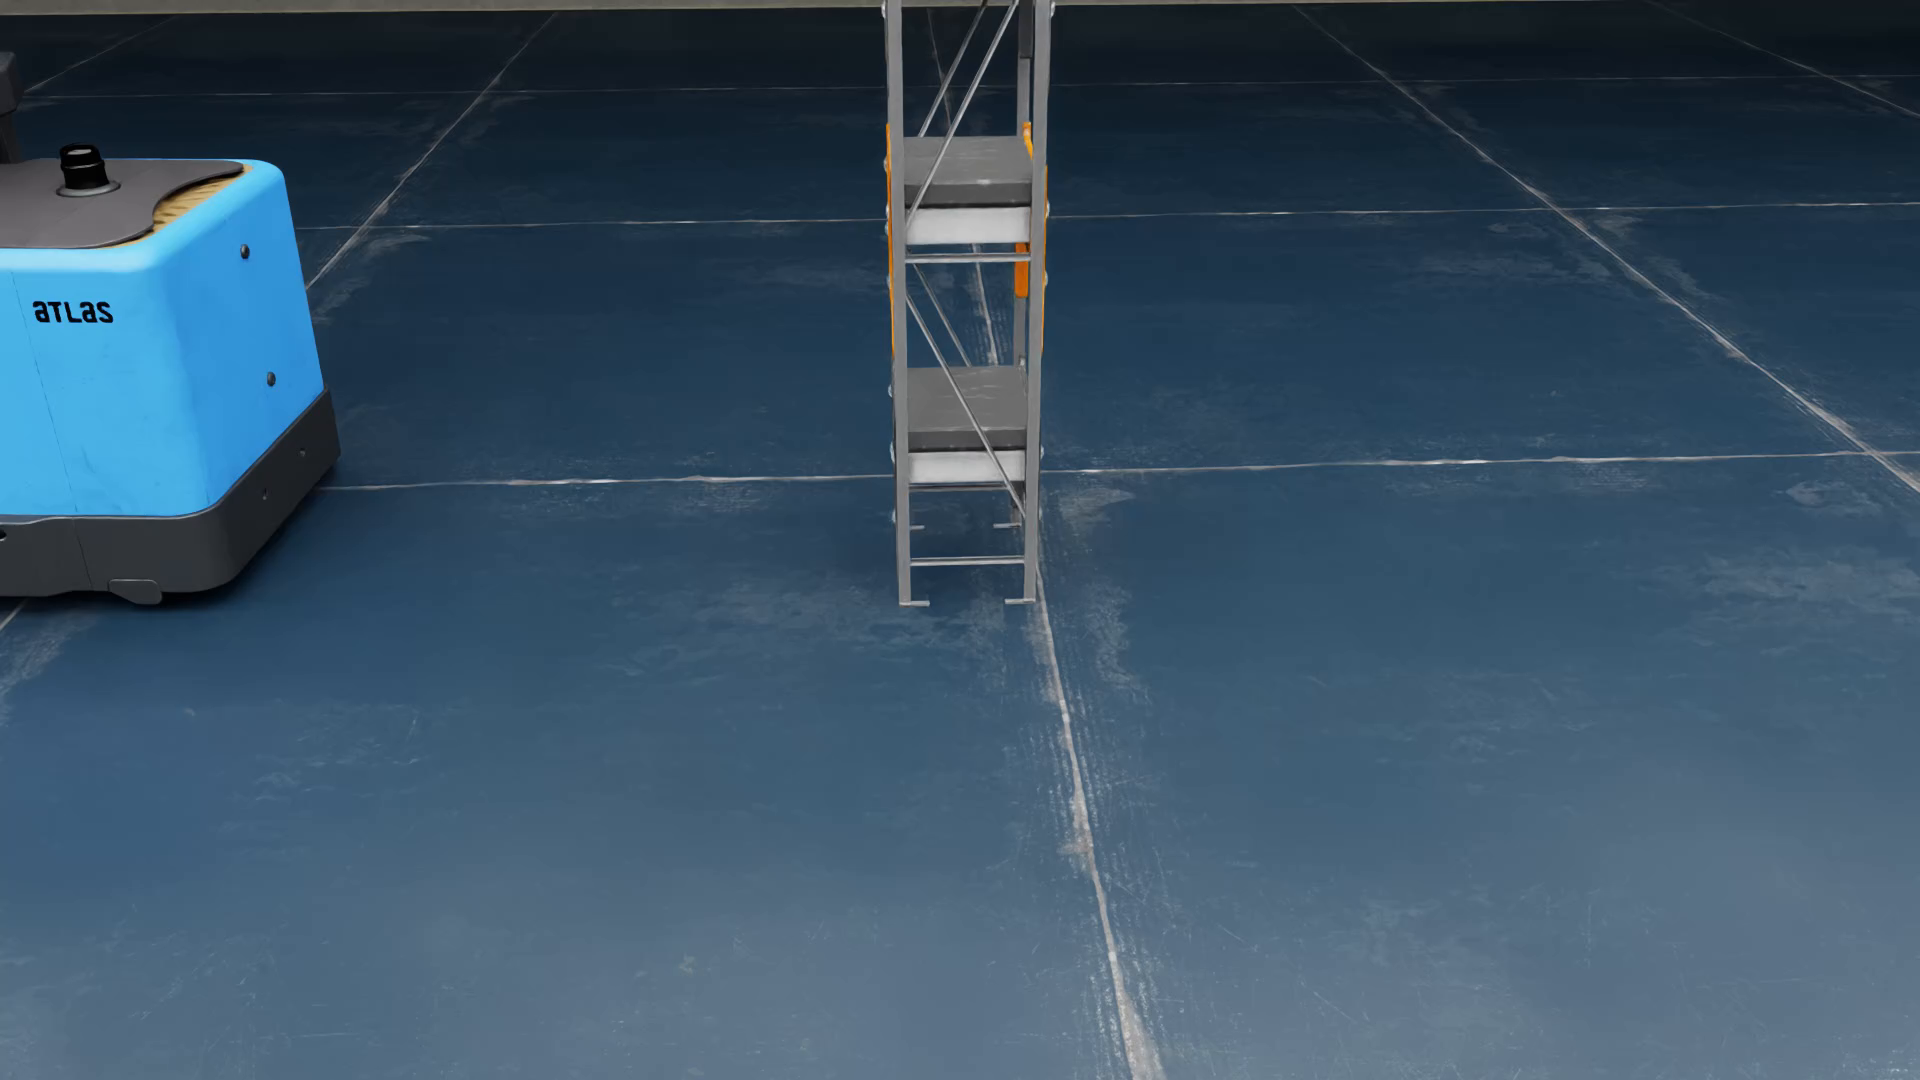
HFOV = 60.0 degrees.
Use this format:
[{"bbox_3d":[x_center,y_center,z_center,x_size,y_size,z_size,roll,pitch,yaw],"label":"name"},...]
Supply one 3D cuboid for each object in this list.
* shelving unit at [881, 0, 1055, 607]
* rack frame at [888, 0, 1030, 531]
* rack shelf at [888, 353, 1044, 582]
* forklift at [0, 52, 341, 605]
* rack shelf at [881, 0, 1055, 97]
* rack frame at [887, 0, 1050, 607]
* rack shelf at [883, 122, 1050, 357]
[{"bbox_3d":[0.009,-0.855,4.618,0.431,2.100,0.503,-1,28,-3],"label":"shelving unit"},{"bbox_3d":[-0.004,-0.967,4.834,0.400,2.100,0.015,-1,28,-3],"label":"rack frame"},{"bbox_3d":[0.009,-0.222,4.948,0.431,0.518,0.480,-1,28,-3],"label":"rack shelf"},{"bbox_3d":[-3.629,-1.343,4.656,3.031,2.935,1.130,1,28,1],"label":"forklift"},{"bbox_3d":[0.009,-1.463,4.300,0.431,0.518,0.480,-1,28,-3],"label":"rack shelf"},{"bbox_3d":[0.021,-0.742,4.402,0.400,2.100,0.015,-1,28,-3],"label":"rack frame"},{"bbox_3d":[0.009,-0.842,4.624,0.431,0.518,0.480,-1,28,-3],"label":"rack shelf"}]
